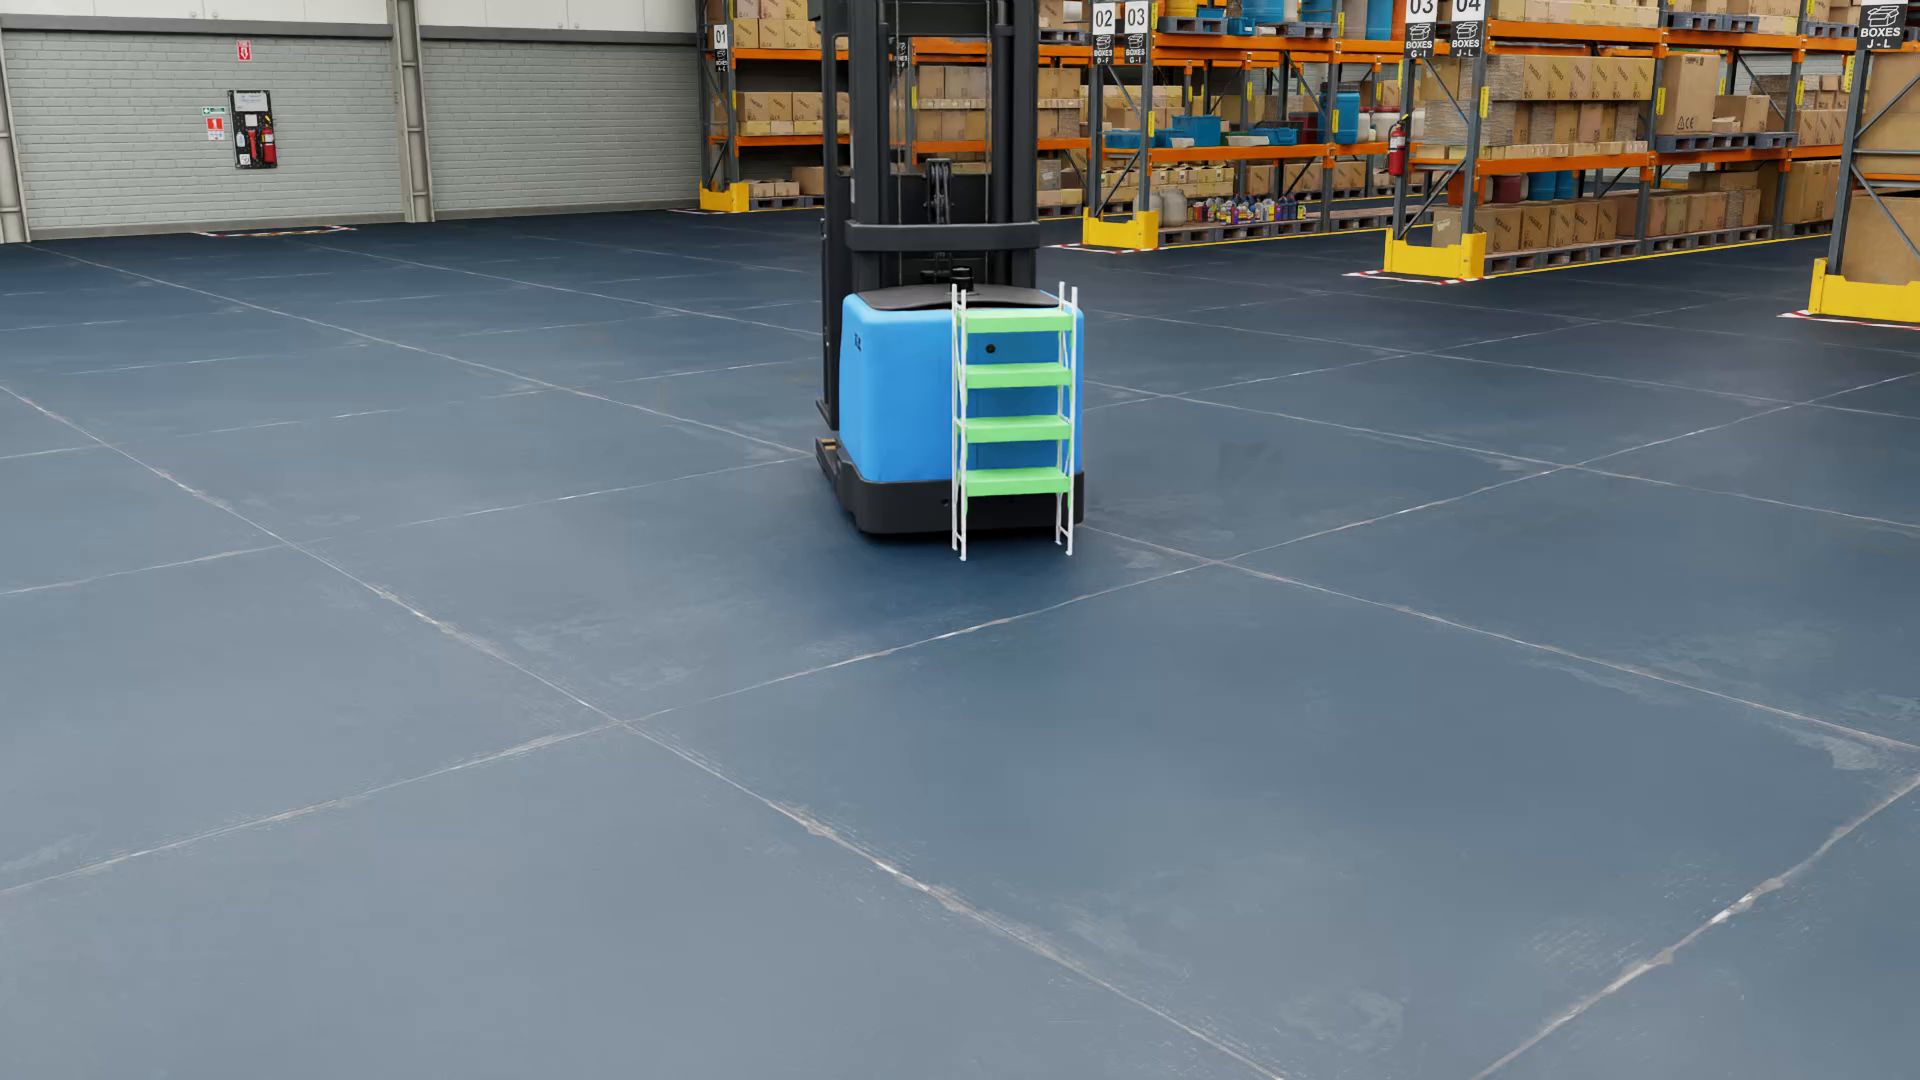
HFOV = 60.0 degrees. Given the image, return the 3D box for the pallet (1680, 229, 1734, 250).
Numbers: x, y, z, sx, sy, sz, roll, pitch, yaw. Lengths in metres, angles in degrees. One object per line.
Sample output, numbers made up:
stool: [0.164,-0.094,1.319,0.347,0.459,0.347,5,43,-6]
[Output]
pallet: [9.955,-4.195,23.047,1.213,0.211,1.003,-13,19,-39]

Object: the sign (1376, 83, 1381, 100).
sign: [8.349,-8.939,33.159,0.005,0.325,0.100,-13,19,-39]

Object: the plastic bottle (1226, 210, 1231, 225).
plastic bottle: [3.829,-4.614,23.780,0.097,0.201,0.097,0,15,0]

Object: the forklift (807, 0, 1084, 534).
forklift: [-0.194,-1.778,8.726,1.130,2.935,3.031,-3,15,-10]

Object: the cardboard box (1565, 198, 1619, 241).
cardboard box: [8.119,-4.138,21.459,0.500,0.500,0.500,-13,20,-41]

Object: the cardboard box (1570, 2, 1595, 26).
cardboard box: [7.114,-6.194,19.604,0.500,0.250,0.500,-12,19,-38]

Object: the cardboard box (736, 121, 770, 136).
cardboard box: [-3.748,-7.376,29.803,0.500,0.250,0.500,-13,20,-41]

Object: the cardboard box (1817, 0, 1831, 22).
cardboard box: [12.471,-7.861,24.548,0.500,0.500,0.500,-11,19,-36]

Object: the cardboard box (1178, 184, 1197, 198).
cardboard box: [3.960,-6.375,30.317,0.500,0.250,0.500,-12,19,-38]

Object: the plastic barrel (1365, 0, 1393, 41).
plastic barrel: [6.424,-8.208,25.883,0.708,0.901,0.600,-13,19,-39]

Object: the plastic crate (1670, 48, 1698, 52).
plastic crate: [13.692,-9.324,31.442,0.336,0.188,0.450,-13,19,-39]

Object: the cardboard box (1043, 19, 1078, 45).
cardboard box: [2.031,-10.575,34.669,0.700,0.500,0.500,14,21,43]

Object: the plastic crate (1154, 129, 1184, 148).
plastic crate: [2.853,-5.669,23.450,0.408,0.251,0.499,-13,19,-39]

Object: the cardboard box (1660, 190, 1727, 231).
cardboard box: [10.139,-4.574,23.052,0.500,0.500,0.700,-11,18,-35]

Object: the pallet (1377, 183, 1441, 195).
pallet: [9.422,-7.464,35.283,1.213,0.211,1.003,-13,19,-39]

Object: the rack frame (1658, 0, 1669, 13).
rack frame: [8.447,-8.101,20.640,0.127,3.000,1.000,-13,19,-39]

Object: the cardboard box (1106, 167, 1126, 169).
cardboard box: [2.831,-6.575,29.980,0.500,0.311,0.500,-13,20,-40]

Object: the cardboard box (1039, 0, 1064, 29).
cardboard box: [1.394,-8.866,28.038,0.500,0.500,0.500,-11,18,-35]

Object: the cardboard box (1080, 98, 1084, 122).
cardboard box: [2.245,-9.007,34.850,0.500,0.500,0.500,-12,19,-38]

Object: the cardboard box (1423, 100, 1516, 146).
cardboard box: [5.863,-4.805,19.155,0.500,0.500,0.875,-13,19,-39]

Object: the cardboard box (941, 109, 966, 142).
cardboard box: [-0.317,-6.669,26.711,0.500,0.500,0.700,-12,19,-38]

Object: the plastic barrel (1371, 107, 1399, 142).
plastic barrel: [6.615,-6.476,25.919,0.433,0.535,0.433,0,15,0]

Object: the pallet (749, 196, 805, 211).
pallet: [-3.631,-6.214,30.606,1.213,0.211,1.003,-13,19,-39]

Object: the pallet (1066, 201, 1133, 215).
pallet: [2.478,-5.917,29.493,1.213,0.211,1.003,-13,19,-39]

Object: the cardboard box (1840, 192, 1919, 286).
cardboard box: [9.078,-2.846,15.897,0.875,0.875,0.875,-13,19,-39]

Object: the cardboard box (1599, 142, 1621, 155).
cardboard box: [7.940,-4.852,20.590,0.250,0.149,0.380,-13,19,-39]

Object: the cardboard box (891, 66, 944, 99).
cardboard box: [-0.670,-7.215,26.240,0.500,0.500,0.700,-13,19,-39]

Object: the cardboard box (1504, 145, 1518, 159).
cardboard box: [6.201,-4.484,19.209,0.250,0.149,0.380,-13,19,-39]

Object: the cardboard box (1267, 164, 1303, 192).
cardboard box: [6.269,-7.010,32.171,0.500,0.500,0.500,-13,20,-40]

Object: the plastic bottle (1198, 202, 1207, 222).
plastic bottle: [3.555,-4.803,24.328,0.133,0.283,0.061,-13,19,-39]

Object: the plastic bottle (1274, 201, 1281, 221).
plastic bottle: [4.659,-4.834,24.444,0.133,0.283,0.061,-11,19,-36]

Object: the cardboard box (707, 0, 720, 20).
cardboard box: [-4.171,-9.532,29.641,0.500,0.500,0.500,-12,19,-37]

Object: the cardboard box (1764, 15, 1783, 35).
cardboard box: [10.902,-7.042,22.779,0.500,0.250,0.500,-13,20,-40]

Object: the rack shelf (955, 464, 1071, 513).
rack shelf: [0.235,-0.233,7.474,0.480,0.148,0.258,-3,15,-11]

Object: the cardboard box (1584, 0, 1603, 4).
cardboard box: [7.401,-6.436,19.739,0.250,0.149,0.380,-12,19,-37]

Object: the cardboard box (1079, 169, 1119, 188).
cardboard box: [2.423,-6.299,28.946,0.500,0.311,0.500,-13,19,-39]

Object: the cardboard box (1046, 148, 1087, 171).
cardboard box: [2.351,-8.036,35.376,0.750,0.750,0.750,-13,20,-40]

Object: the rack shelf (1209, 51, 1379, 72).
rack shelf: [6.474,-9.250,32.148,4.000,0.370,1.077,-13,19,-39]

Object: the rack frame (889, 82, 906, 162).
rack frame: [-1.307,-8.096,32.245,0.127,3.000,1.000,-13,19,-39]

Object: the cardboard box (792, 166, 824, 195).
cardboard box: [-2.727,-6.734,31.138,0.500,0.500,0.700,-14,21,-43]

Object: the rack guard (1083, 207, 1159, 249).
rack guard: [2.205,-4.304,22.893,0.348,0.500,1.175,-13,19,-39]

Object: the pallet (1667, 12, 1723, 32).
pallet: [8.983,-6.645,21.366,1.003,0.211,1.213,-13,19,-39]

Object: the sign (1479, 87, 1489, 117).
sign: [5.786,-4.838,18.371,0.005,0.325,0.100,-13,19,-39]

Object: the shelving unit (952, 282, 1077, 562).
shelving unit: [0.235,-0.526,7.396,0.503,1.200,0.258,-3,15,-11]

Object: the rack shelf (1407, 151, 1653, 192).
rack shelf: [6.939,-4.516,20.239,4.000,0.370,1.077,-13,19,-39]

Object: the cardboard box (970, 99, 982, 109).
cardboard box: [0.145,-7.016,26.751,0.250,0.149,0.380,-14,20,-41]

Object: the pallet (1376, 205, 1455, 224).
pallet: [7.604,-5.374,27.458,1.213,0.211,1.003,-13,19,-39]

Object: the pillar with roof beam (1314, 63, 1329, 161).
pillar with roof beam: [12.040,-12.814,38.286,0.400,9.000,9.100,-13,19,-39]

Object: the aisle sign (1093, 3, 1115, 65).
aisle sign: [1.929,-6.791,22.323,0.004,0.787,0.394,-13,19,-39]

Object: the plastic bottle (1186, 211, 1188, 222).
plastic bottle: [3.276,-4.746,24.276,0.097,0.201,0.097,0,15,0]

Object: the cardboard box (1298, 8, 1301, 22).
cardboard box: [6.550,-9.938,32.130,0.600,0.600,0.600,-14,20,-41]

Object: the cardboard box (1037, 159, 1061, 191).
cardboard box: [1.356,-6.165,28.079,0.500,0.500,0.500,-13,19,-39]

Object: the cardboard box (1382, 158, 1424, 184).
cardboard box: [9.396,-7.813,35.171,0.637,0.503,0.797,-13,19,-39]

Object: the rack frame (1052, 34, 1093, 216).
rack frame: [1.947,-7.132,28.637,0.127,3.000,1.000,-13,19,-39]

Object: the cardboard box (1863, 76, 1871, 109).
cardboard box: [13.481,-6.867,25.508,0.637,0.503,0.797,-12,19,-39]

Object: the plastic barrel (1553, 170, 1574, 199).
plastic barrel: [10.810,-6.622,29.982,0.708,0.901,0.600,-13,19,-39]

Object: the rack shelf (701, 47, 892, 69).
rack shelf: [-2.816,-8.858,30.682,4.000,0.370,1.077,-13,19,-39]

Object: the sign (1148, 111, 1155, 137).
sign: [2.536,-5.515,22.048,0.005,0.325,0.100,-13,19,-39]
